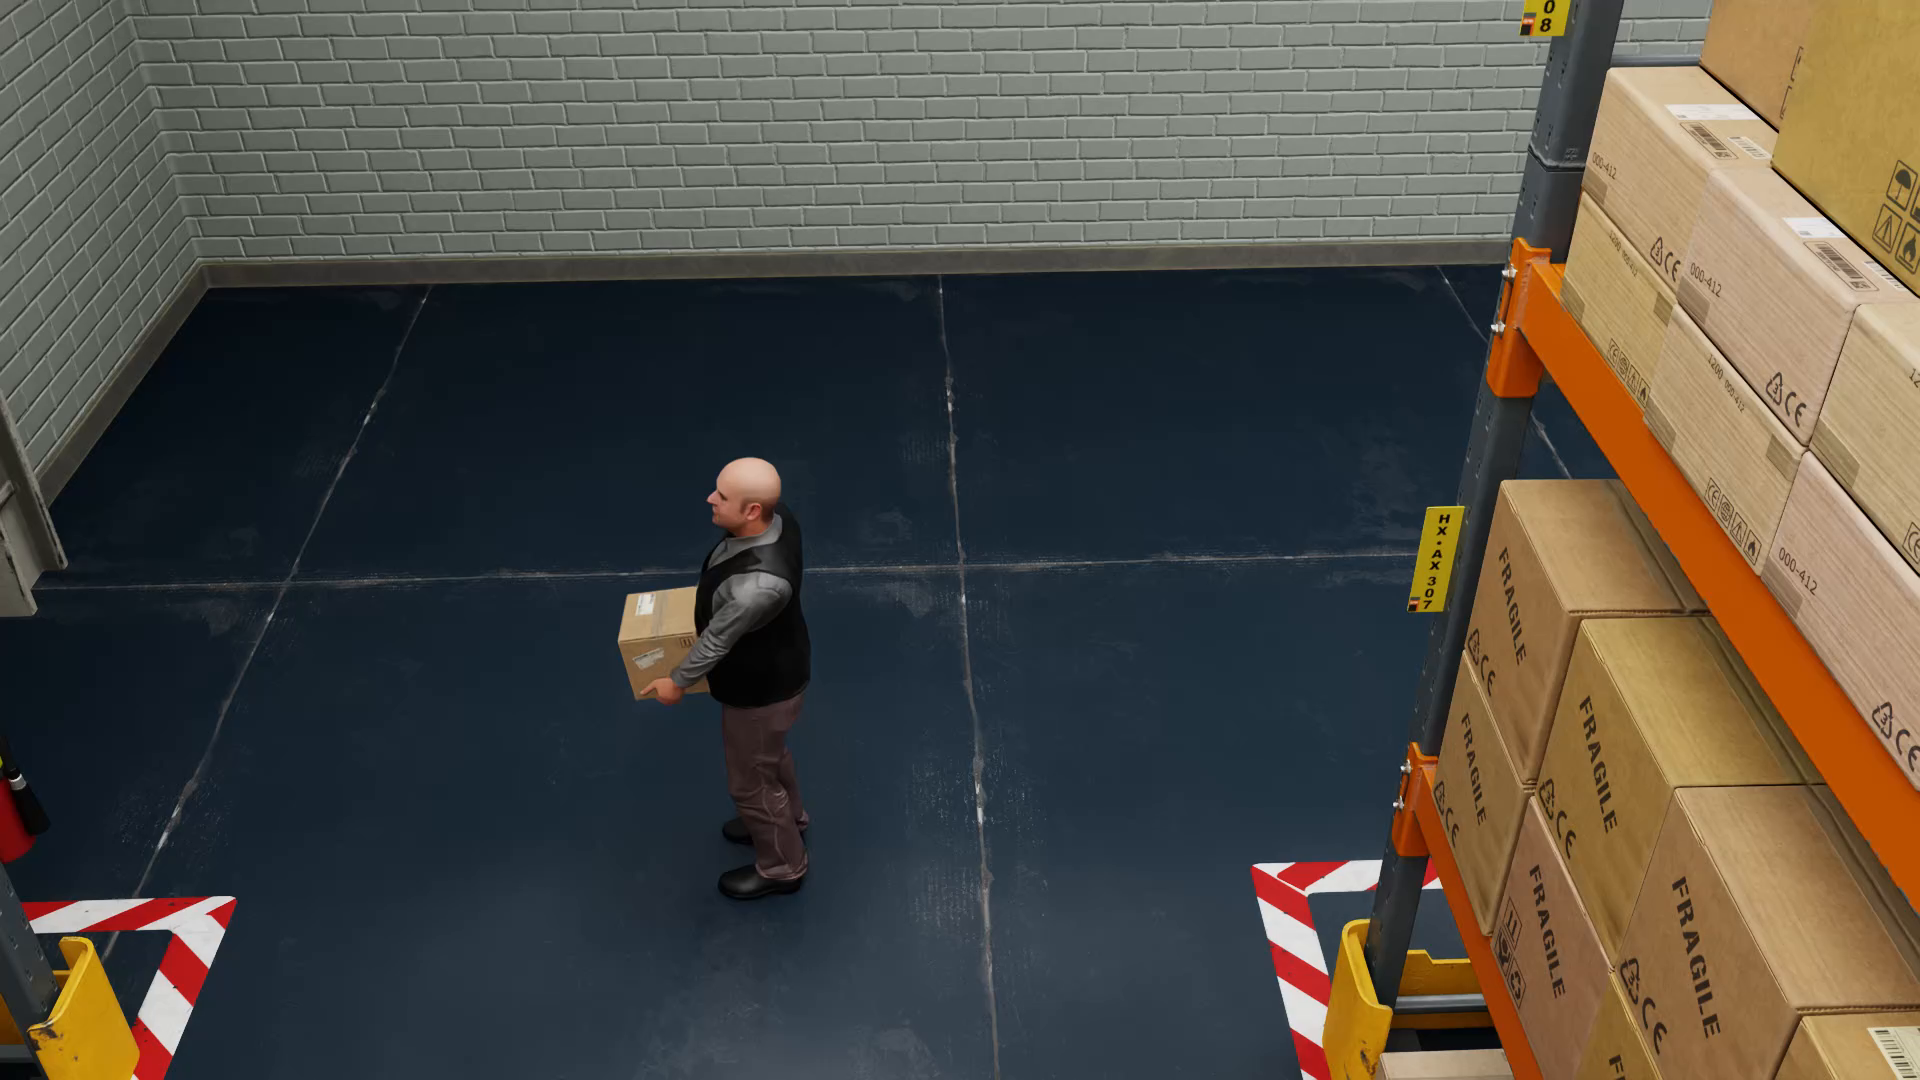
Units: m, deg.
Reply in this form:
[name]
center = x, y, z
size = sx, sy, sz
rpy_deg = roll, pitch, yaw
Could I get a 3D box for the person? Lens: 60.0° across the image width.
[person]
center = -0.764, 0.468, 5.504
size = 0.546, 1.718, 0.495
rpy_deg = -1, 35, -2
